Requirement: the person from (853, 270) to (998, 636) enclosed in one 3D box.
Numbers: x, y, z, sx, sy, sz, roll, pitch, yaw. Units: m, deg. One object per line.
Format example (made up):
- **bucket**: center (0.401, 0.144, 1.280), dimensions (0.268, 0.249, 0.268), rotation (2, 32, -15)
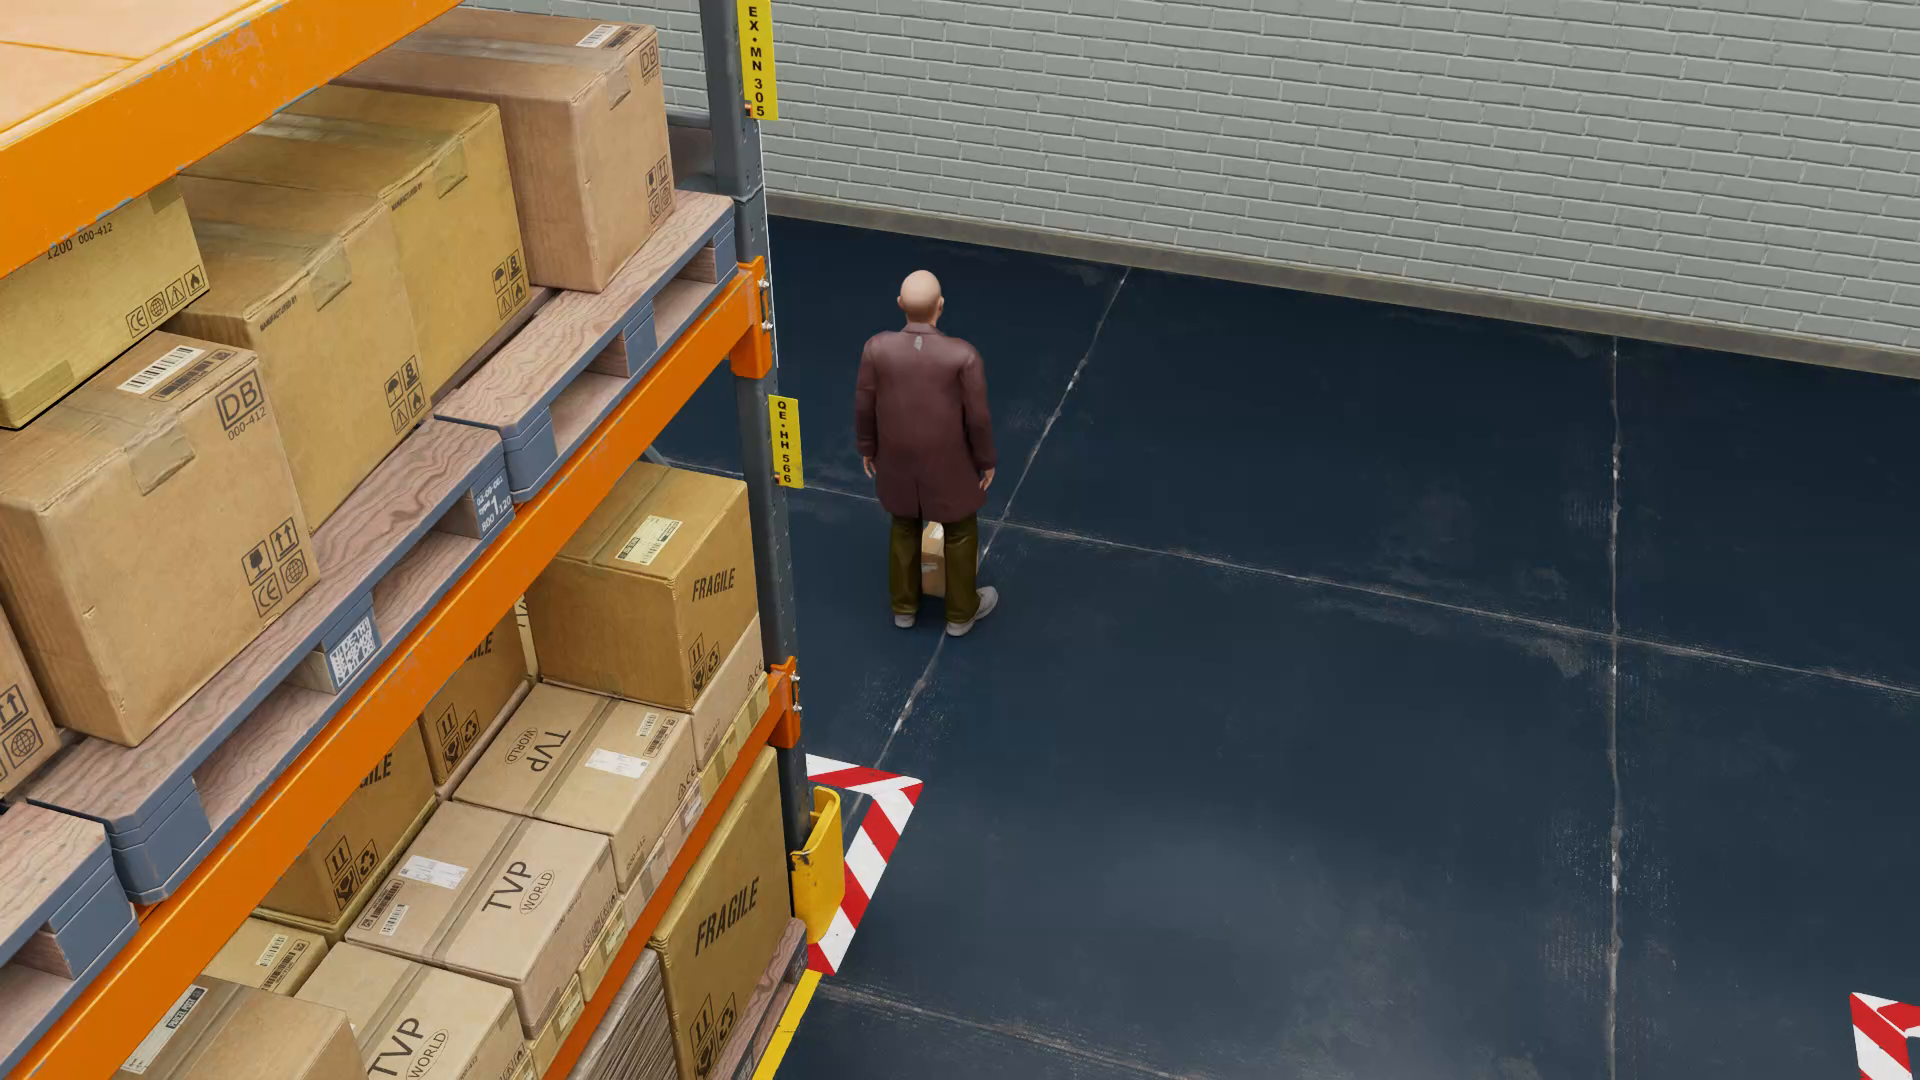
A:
- **person**: center (-0.149, -0.368, 7.403), dimensions (0.646, 1.772, 0.429), rotation (8, 37, 11)
